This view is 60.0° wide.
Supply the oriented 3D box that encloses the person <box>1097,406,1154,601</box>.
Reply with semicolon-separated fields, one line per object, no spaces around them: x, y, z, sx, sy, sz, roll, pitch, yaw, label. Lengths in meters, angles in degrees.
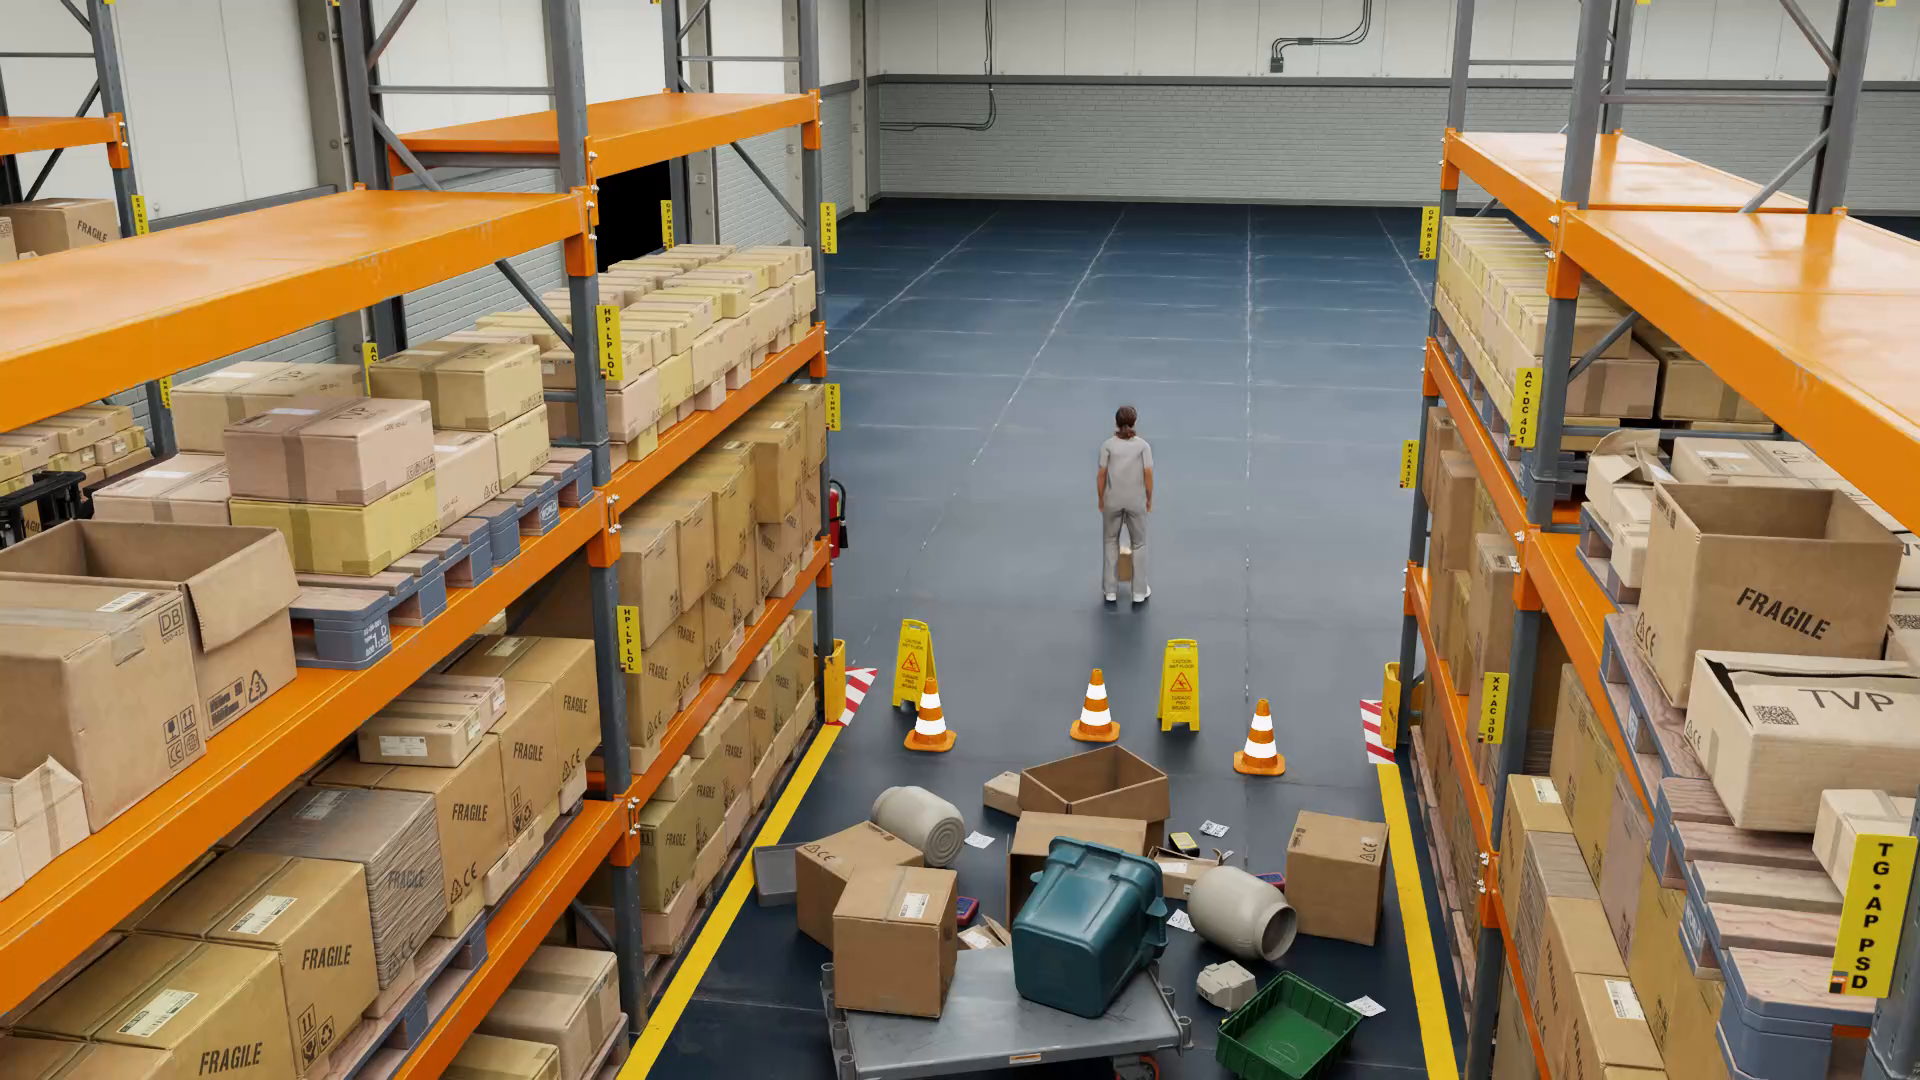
1.389;-0.281;14.007;0.483;1.621;0.362;2;18;7;person
